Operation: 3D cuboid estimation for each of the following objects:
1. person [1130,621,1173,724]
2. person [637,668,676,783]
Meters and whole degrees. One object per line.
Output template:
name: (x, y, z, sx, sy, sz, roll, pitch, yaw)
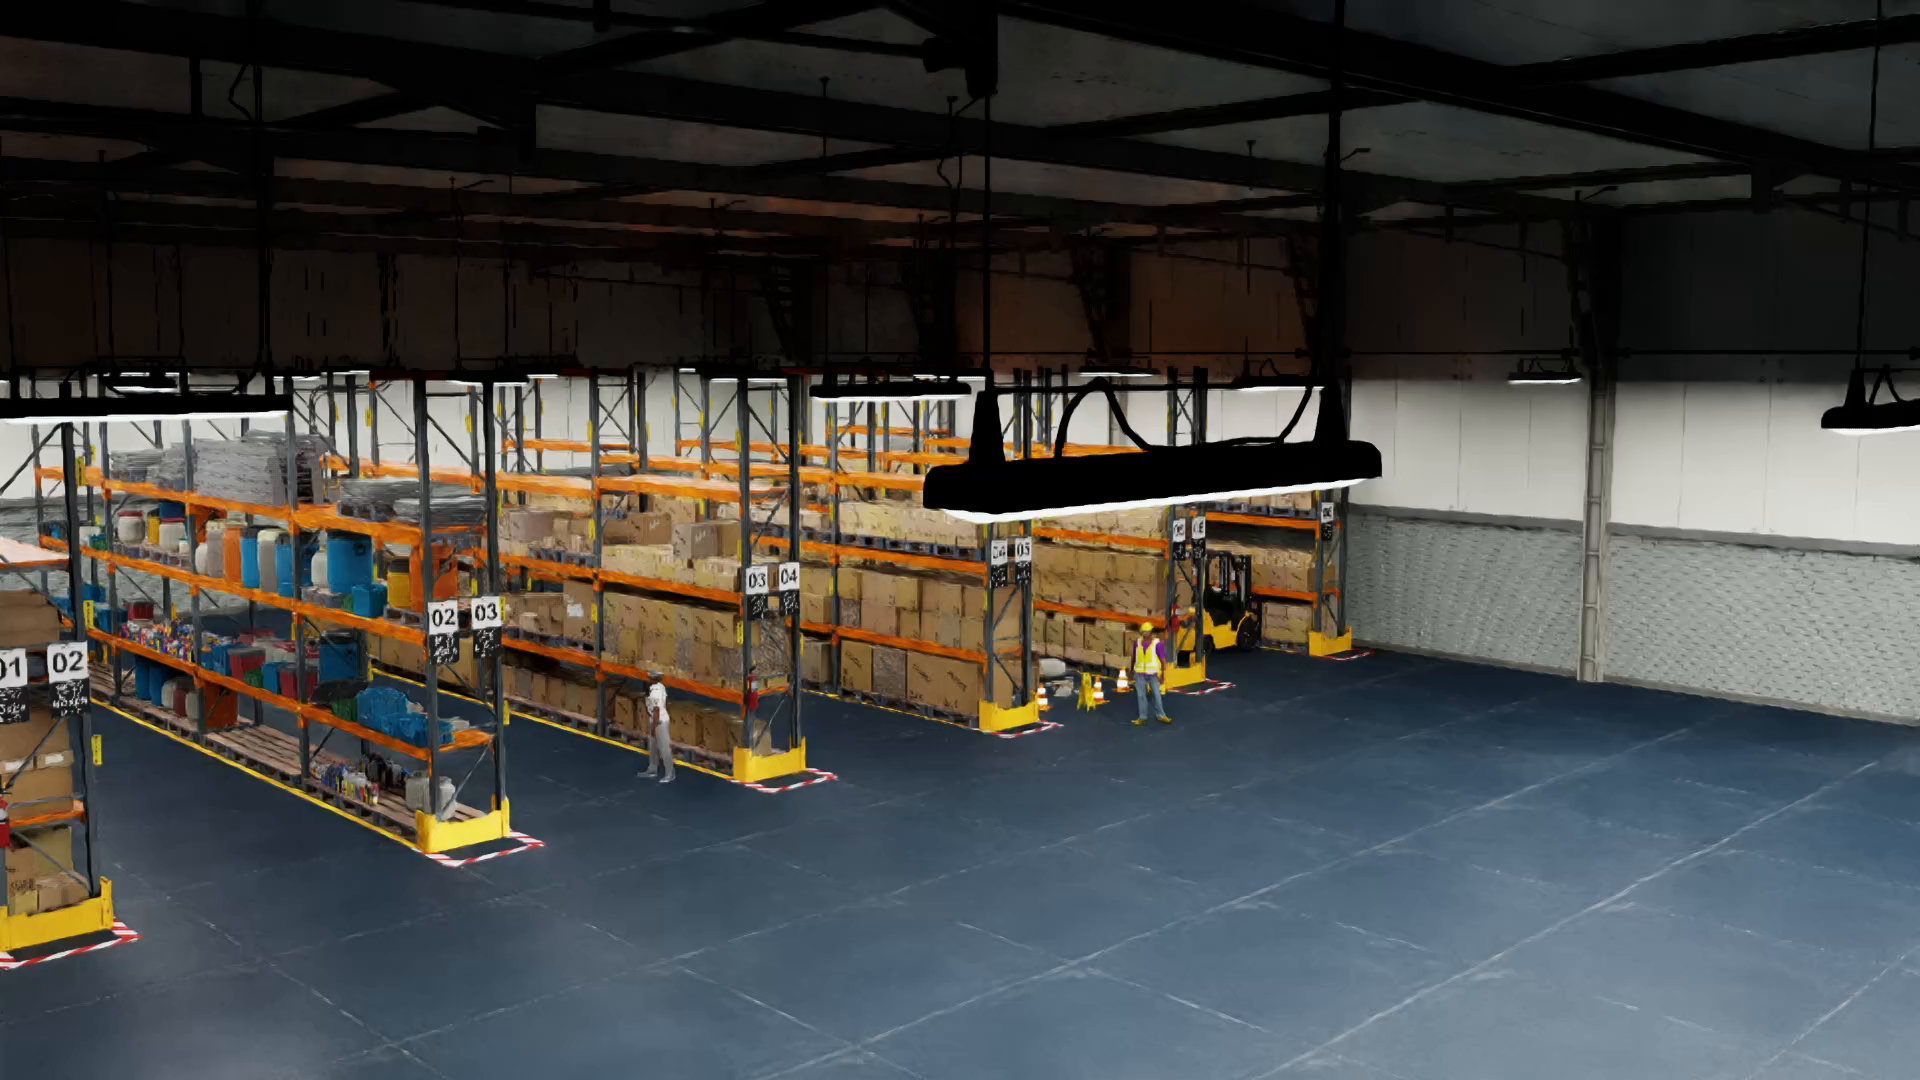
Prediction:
person: (3.256, 2.263, 28.385, 0.748, 1.764, 0.469, 2, 7, 18)
person: (-4.506, 2.720, 24.594, 0.551, 1.664, 0.574, -2, 7, -14)
